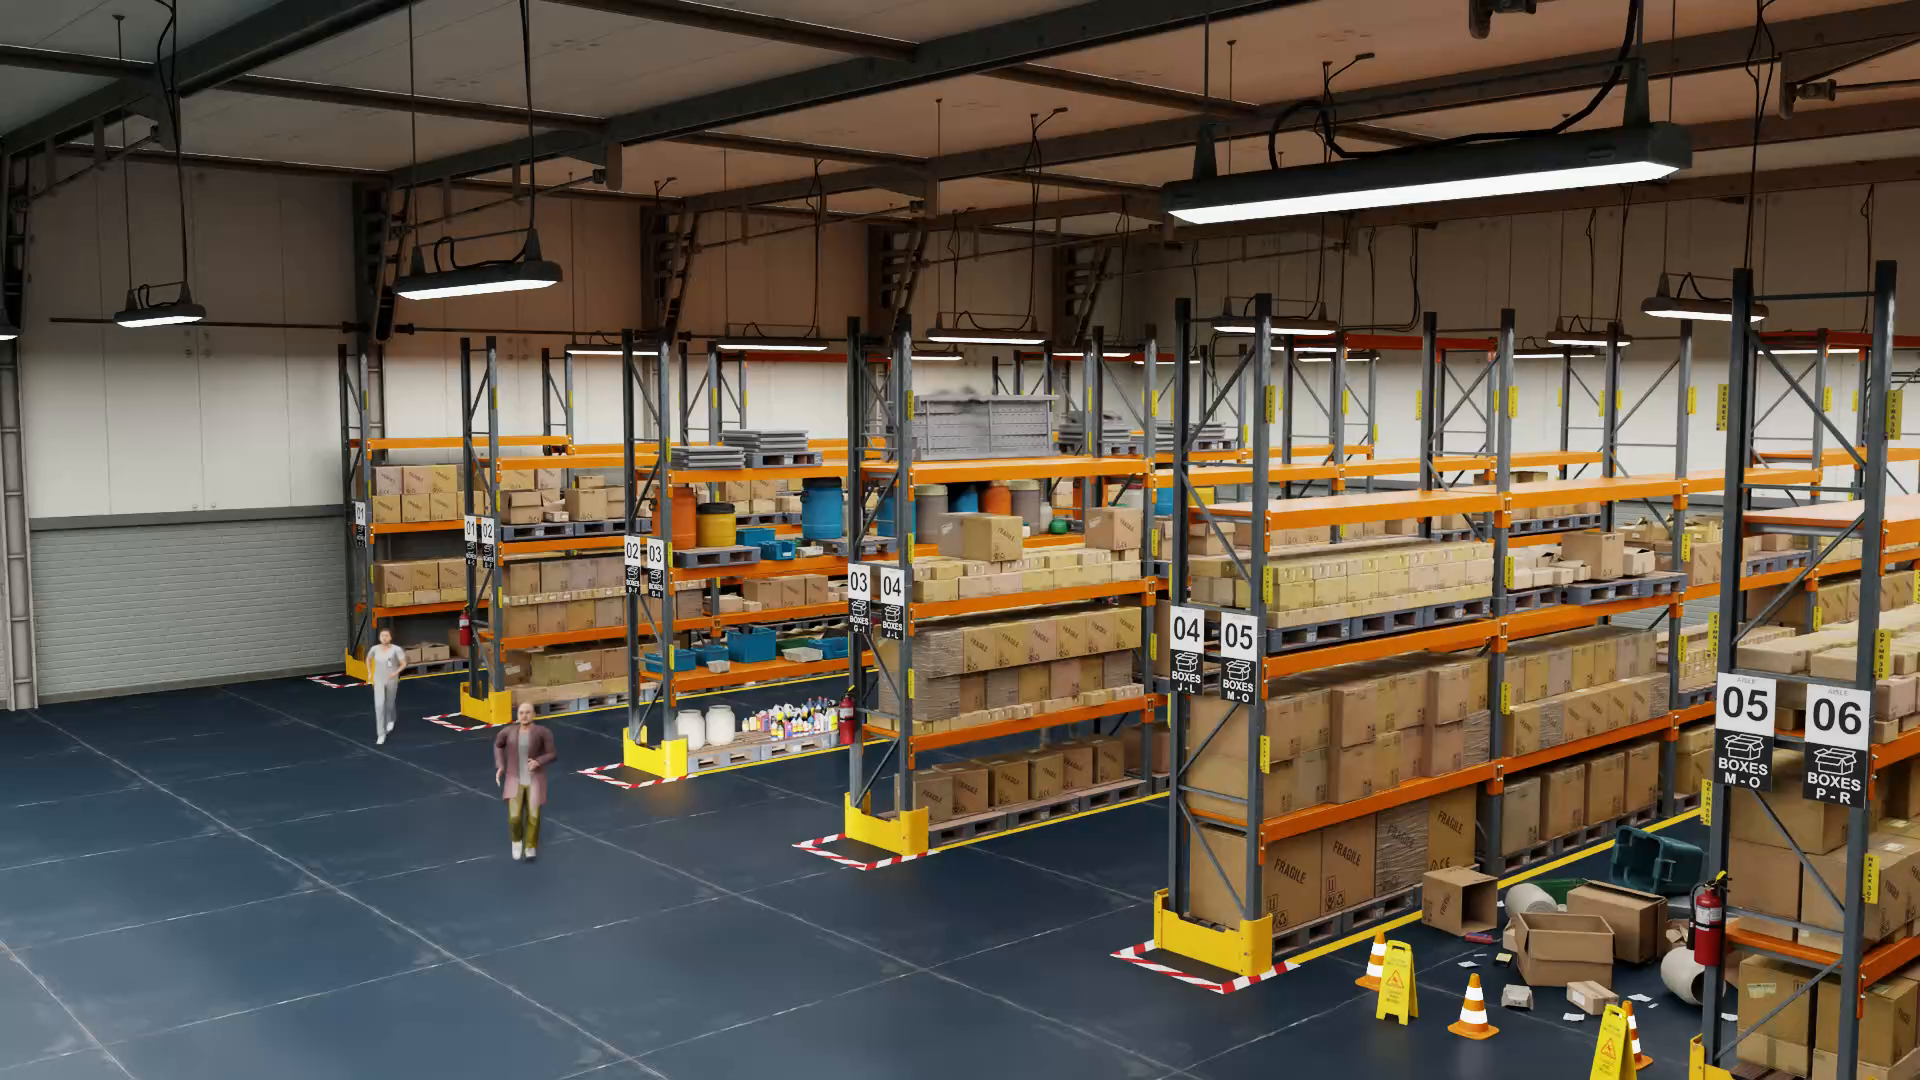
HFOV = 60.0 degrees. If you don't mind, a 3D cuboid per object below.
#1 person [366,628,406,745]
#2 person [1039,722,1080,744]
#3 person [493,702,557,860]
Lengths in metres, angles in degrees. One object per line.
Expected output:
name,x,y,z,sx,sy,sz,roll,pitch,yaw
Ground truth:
person,-8.514,2.128,24.691,0.583,1.678,0.922,-1,5,-12
person,1.413,2.152,23.716,0.677,1.821,0.820,4,6,36
person,-4.761,2.653,18.196,0.693,1.741,0.695,-1,5,-11
